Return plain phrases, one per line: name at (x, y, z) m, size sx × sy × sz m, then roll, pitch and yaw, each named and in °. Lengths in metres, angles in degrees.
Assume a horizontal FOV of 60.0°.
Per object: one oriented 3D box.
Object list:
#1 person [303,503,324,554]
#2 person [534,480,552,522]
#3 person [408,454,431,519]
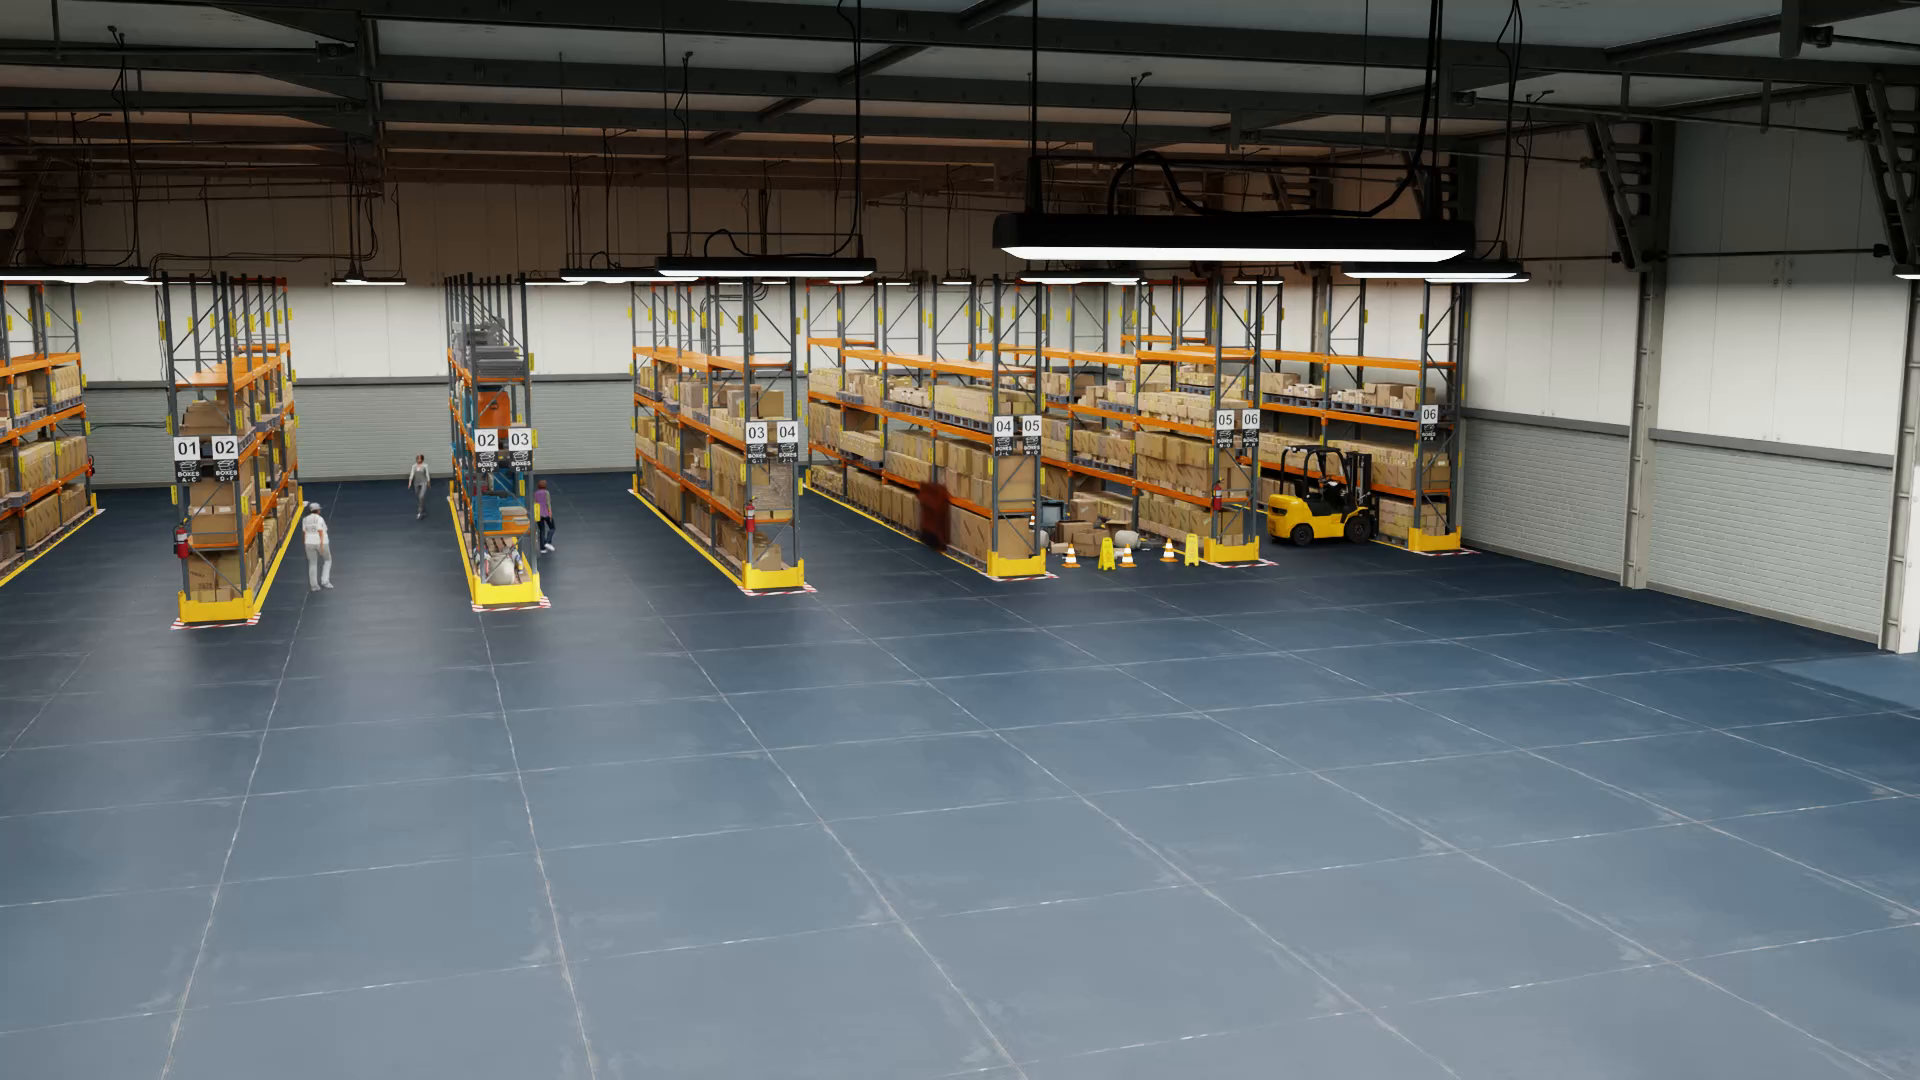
person at (-12.334, -0.208, 31.752) m, size 0.419 × 0.991 × 0.490 m, roll -1°, pitch 9°, yaw -6°
person at (-9.061, -0.835, 36.105) m, size 0.432 × 0.935 × 0.358 m, roll 1°, pitch 9°, yaw 3°
person at (-13.599, -1.360, 41.834) m, size 0.437 × 1.614 × 0.578 m, roll 2°, pitch 9°, yaw 10°
